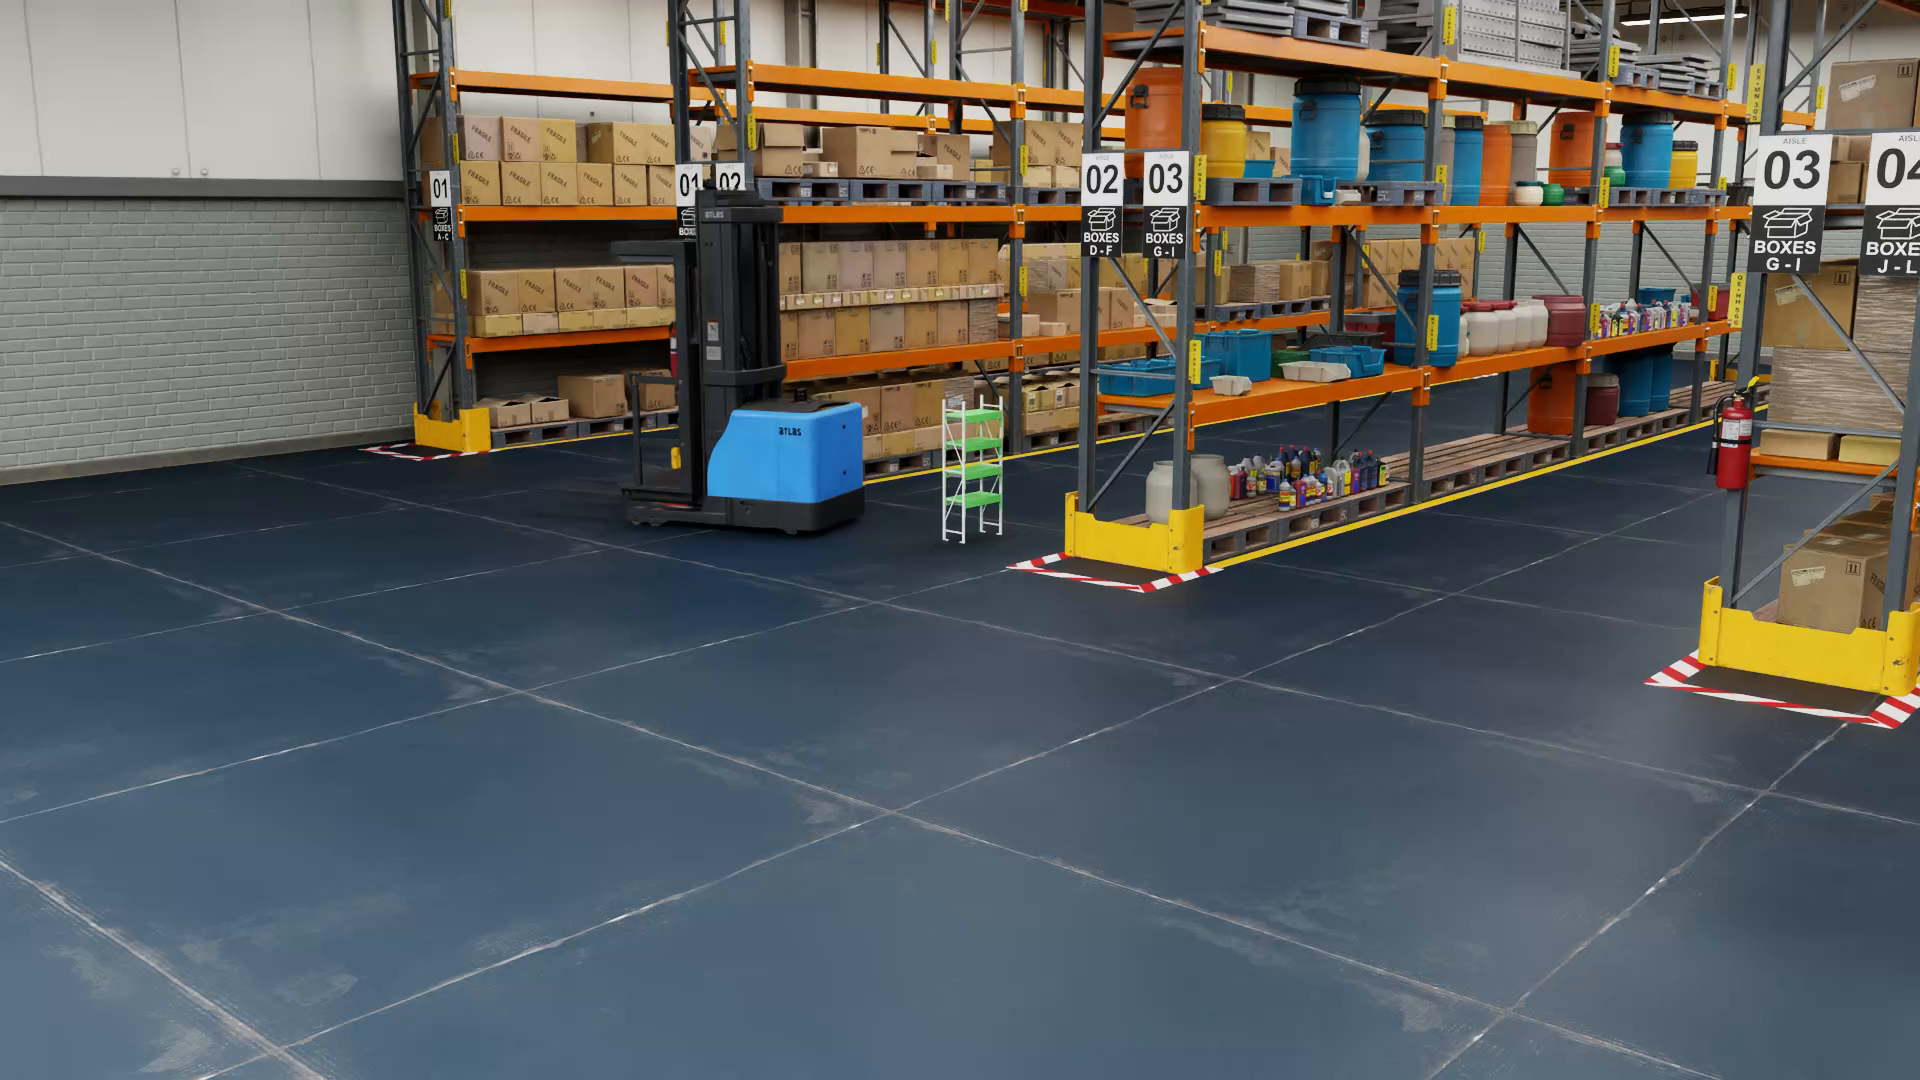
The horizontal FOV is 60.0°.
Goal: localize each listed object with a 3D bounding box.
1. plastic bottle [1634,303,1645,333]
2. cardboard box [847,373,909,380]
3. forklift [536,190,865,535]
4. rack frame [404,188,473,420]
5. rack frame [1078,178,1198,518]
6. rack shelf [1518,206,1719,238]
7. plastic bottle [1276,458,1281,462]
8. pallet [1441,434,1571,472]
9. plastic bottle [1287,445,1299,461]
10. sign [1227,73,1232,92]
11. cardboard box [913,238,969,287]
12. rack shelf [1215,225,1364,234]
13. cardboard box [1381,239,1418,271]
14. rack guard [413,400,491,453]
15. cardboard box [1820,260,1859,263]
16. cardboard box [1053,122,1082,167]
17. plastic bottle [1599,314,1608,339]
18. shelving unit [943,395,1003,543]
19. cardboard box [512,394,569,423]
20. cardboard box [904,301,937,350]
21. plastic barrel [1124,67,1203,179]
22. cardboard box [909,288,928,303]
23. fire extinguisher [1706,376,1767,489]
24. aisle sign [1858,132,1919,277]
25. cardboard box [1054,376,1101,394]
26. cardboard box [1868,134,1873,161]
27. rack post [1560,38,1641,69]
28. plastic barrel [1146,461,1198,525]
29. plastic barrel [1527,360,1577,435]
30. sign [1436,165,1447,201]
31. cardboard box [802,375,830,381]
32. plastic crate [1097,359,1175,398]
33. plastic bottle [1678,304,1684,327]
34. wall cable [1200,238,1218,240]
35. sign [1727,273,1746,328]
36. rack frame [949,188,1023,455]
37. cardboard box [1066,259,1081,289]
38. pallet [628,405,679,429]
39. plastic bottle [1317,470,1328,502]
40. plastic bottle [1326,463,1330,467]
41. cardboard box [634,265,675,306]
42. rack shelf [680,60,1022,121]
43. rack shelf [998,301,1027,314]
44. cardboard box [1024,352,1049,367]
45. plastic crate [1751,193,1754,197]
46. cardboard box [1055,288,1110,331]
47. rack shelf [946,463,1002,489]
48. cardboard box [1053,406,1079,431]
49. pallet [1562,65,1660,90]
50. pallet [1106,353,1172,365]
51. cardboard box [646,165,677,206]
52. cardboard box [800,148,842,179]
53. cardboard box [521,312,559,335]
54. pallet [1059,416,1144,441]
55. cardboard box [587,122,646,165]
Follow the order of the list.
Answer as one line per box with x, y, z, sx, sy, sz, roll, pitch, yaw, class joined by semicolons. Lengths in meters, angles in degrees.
8.202;-2.687;20.133;0.144;0.351;0.185;10;15;40;plastic bottle
-0.910;-1.565;18.423;0.500;0.500;0.500;10;15;40;cardboard box
-2.430;-1.647;14.975;3.031;2.935;1.130;5;12;22;forklift
-6.073;-2.566;19.402;1.000;3.000;0.127;10;15;40;rack frame
1.369;-1.285;12.989;1.000;3.000;0.127;10;15;40;rack frame
7.970;-3.875;20.132;1.077;0.370;4.000;10;15;40;rack shelf
2.972;-0.632;15.562;0.097;0.271;0.097;0;11;0;plastic bottle
6.110;-0.986;18.609;1.003;0.211;1.213;10;15;40;pallet
3.165;-0.726;15.826;0.144;0.351;0.185;10;15;42;plastic bottle
4.887;-8.287;30.139;0.100;0.325;0.005;10;15;40;sign
-0.329;-3.060;18.303;0.700;0.500;0.500;10;15;40;cardboard box
4.252;-4.516;23.341;1.077;0.370;4.000;10;15;40;rack shelf
6.775;-4.416;25.853;0.500;0.500;0.500;9;15;39;cardboard box
-6.022;-1.352;19.703;1.175;0.500;0.348;10;15;40;rack guard
5.593;-1.517;10.583;0.500;0.500;0.500;10;15;40;cardboard box
1.087;-4.658;19.614;0.500;0.500;0.500;-10;15;-42;cardboard box
7.430;-2.470;19.215;0.061;0.283;0.133;10;15;40;plastic bottle
0.109;-0.613;14.216;0.258;1.200;0.503;10;15;40;shelving unit
-5.172;-1.638;20.493;0.500;0.311;0.500;-11;15;-43;cardboard box
-0.674;-2.346;18.044;0.700;0.500;0.500;10;15;41;cardboard box
1.595;-3.261;13.052;0.600;0.830;0.708;10;15;40;plastic barrel
-0.567;-2.628;17.798;0.380;0.149;0.250;10;15;42;cardboard box
4.668;-0.650;10.004;0.296;0.674;0.183;10;15;40;fire extinguisher
5.274;-1.872;9.288;0.394;0.787;0.004;10;15;40;aisle sign
1.426;-1.825;20.208;0.500;0.311;0.500;9;14;38;cardboard box
5.445;-2.249;9.517;0.380;0.149;0.250;10;15;40;cardboard box
7.098;-5.479;18.862;0.954;0.300;0.937;10;15;40;rack post
1.746;-0.378;13.725;0.421;0.512;0.421;0;11;0;plastic barrel
6.960;-1.678;19.424;0.600;0.830;0.708;10;15;40;plastic barrel
4.416;-3.277;15.276;0.100;0.325;0.005;10;15;40;sign
-2.288;-2.408;23.866;0.700;0.500;0.500;10;15;41;cardboard box
1.475;-1.325;13.566;0.499;0.251;0.616;10;15;40;plastic crate
9.155;-2.854;21.140;0.061;0.283;0.133;10;15;40;plastic bottle
4.624;-5.729;32.644;0.084;1.984;1.851;10;15;40;wall cable
4.686;-1.443;10.012;0.100;0.325;0.005;10;15;40;sign
0.291;-2.515;19.144;1.000;3.000;0.127;10;15;40;rack frame
1.733;-4.436;27.697;0.500;0.500;0.500;9;15;39;cardboard box
-3.849;-1.684;22.104;1.003;0.211;1.213;10;15;40;pallet
3.226;-0.485;14.822;0.097;0.271;0.097;0;11;0;plastic bottle
3.367;-0.559;15.165;0.061;0.283;0.133;10;15;40;plastic bottle
-3.837;-3.275;21.368;0.500;0.500;0.500;10;15;40;cardboard box
-1.029;-4.614;17.193;1.077;0.370;4.000;10;15;40;rack shelf
0.528;-3.685;26.838;1.077;0.370;4.000;10;15;40;rack shelf
0.933;-3.240;27.191;0.750;0.750;0.750;10;15;42;cardboard box
11.494;-4.824;23.590;0.450;0.188;0.336;10;15;40;plastic crate
1.489;-2.826;20.447;0.500;0.500;0.500;10;15;40;cardboard box
0.109;-0.550;14.228;0.258;0.148;0.480;10;15;40;rack shelf
1.082;-1.475;19.885;0.500;0.250;0.500;10;15;42;cardboard box
7.149;-5.218;18.863;1.213;0.211;1.003;10;15;40;pallet
3.215;-3.246;29.927;1.003;0.211;1.213;10;15;40;pallet
-3.923;-4.506;21.146;0.500;0.500;0.500;8;14;36;cardboard box
-1.420;-3.914;17.286;0.500;0.311;0.500;-10;15;-41;cardboard box
-5.180;-2.612;19.960;0.500;0.250;0.500;9;15;39;cardboard box
1.554;-1.441;20.888;1.003;0.211;1.213;10;15;40;pallet
-4.250;-4.906;20.598;0.500;0.500;0.500;9;14;38;cardboard box
